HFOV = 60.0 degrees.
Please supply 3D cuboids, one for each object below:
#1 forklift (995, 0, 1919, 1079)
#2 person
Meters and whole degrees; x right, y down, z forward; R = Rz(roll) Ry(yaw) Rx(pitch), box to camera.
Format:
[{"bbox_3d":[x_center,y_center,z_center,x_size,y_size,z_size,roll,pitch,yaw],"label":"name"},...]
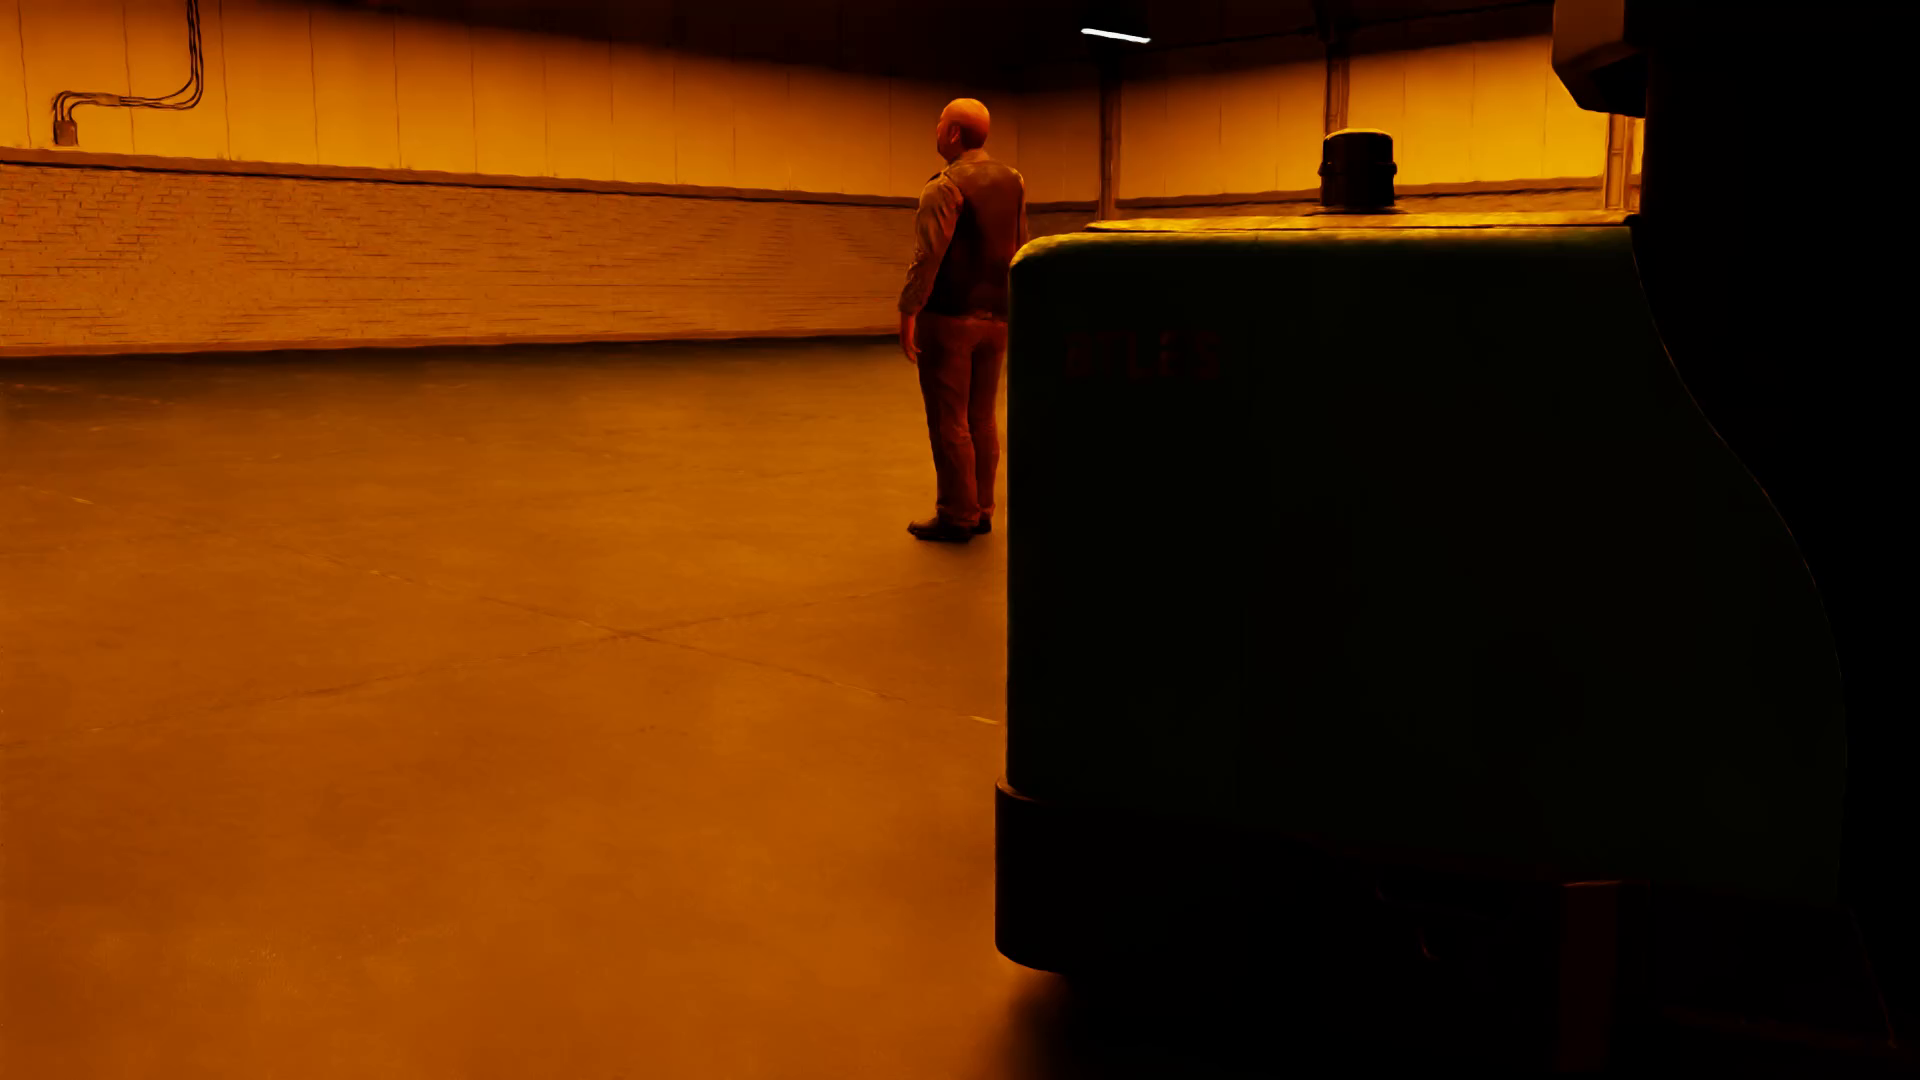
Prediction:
[{"bbox_3d":[1.614,-0.771,1.992,3.031,2.935,1.130,4,9,24],"label":"forklift"},{"bbox_3d":[-0.039,-0.865,6.637,0.567,1.720,0.632,8,12,43],"label":"person"}]
